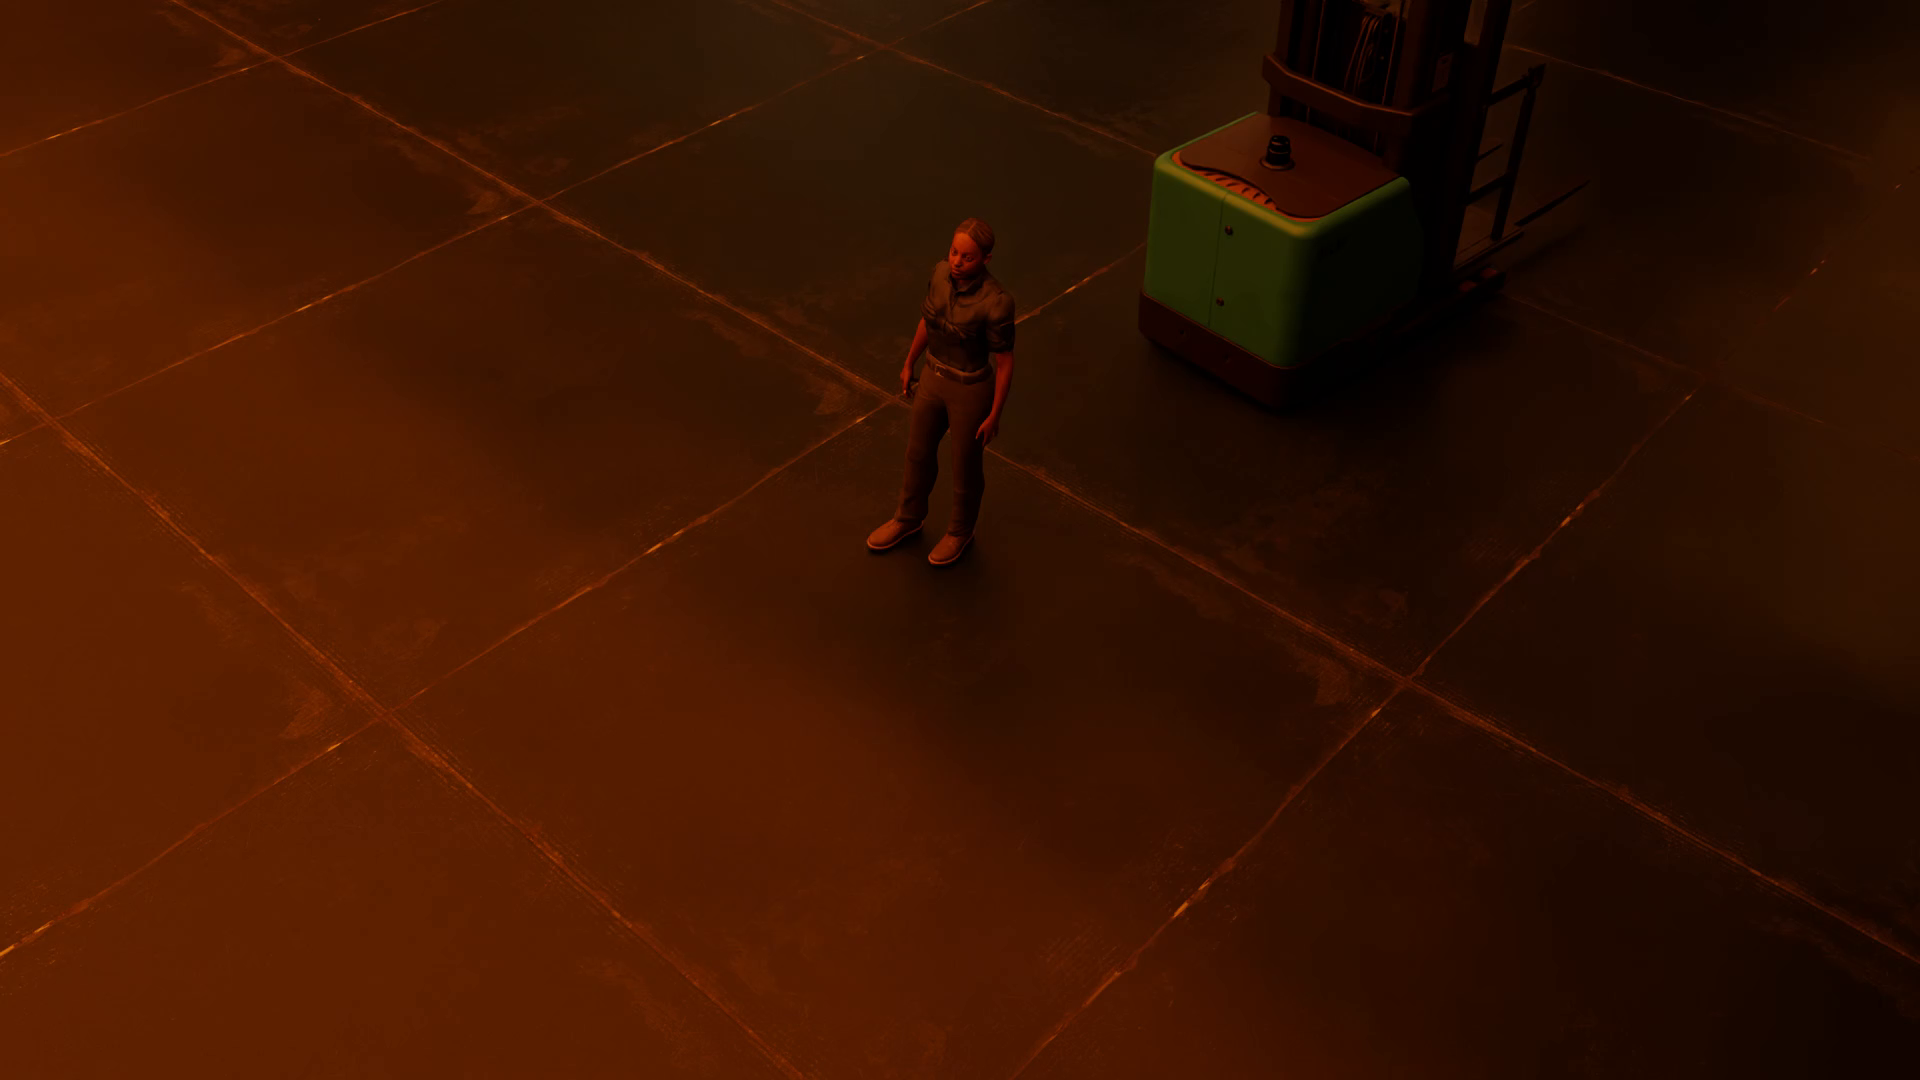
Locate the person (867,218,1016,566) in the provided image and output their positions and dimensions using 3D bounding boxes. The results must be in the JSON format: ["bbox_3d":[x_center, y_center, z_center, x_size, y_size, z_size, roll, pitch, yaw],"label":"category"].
[{"bbox_3d":[-0.074,-0.600,7.097,0.569,1.656,0.503,31,49,31],"label":"person"}]

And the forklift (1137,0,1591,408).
[{"bbox_3d":[2.386,-2.601,8.460,3.031,2.935,1.130,-30,49,-30],"label":"forklift"}]
